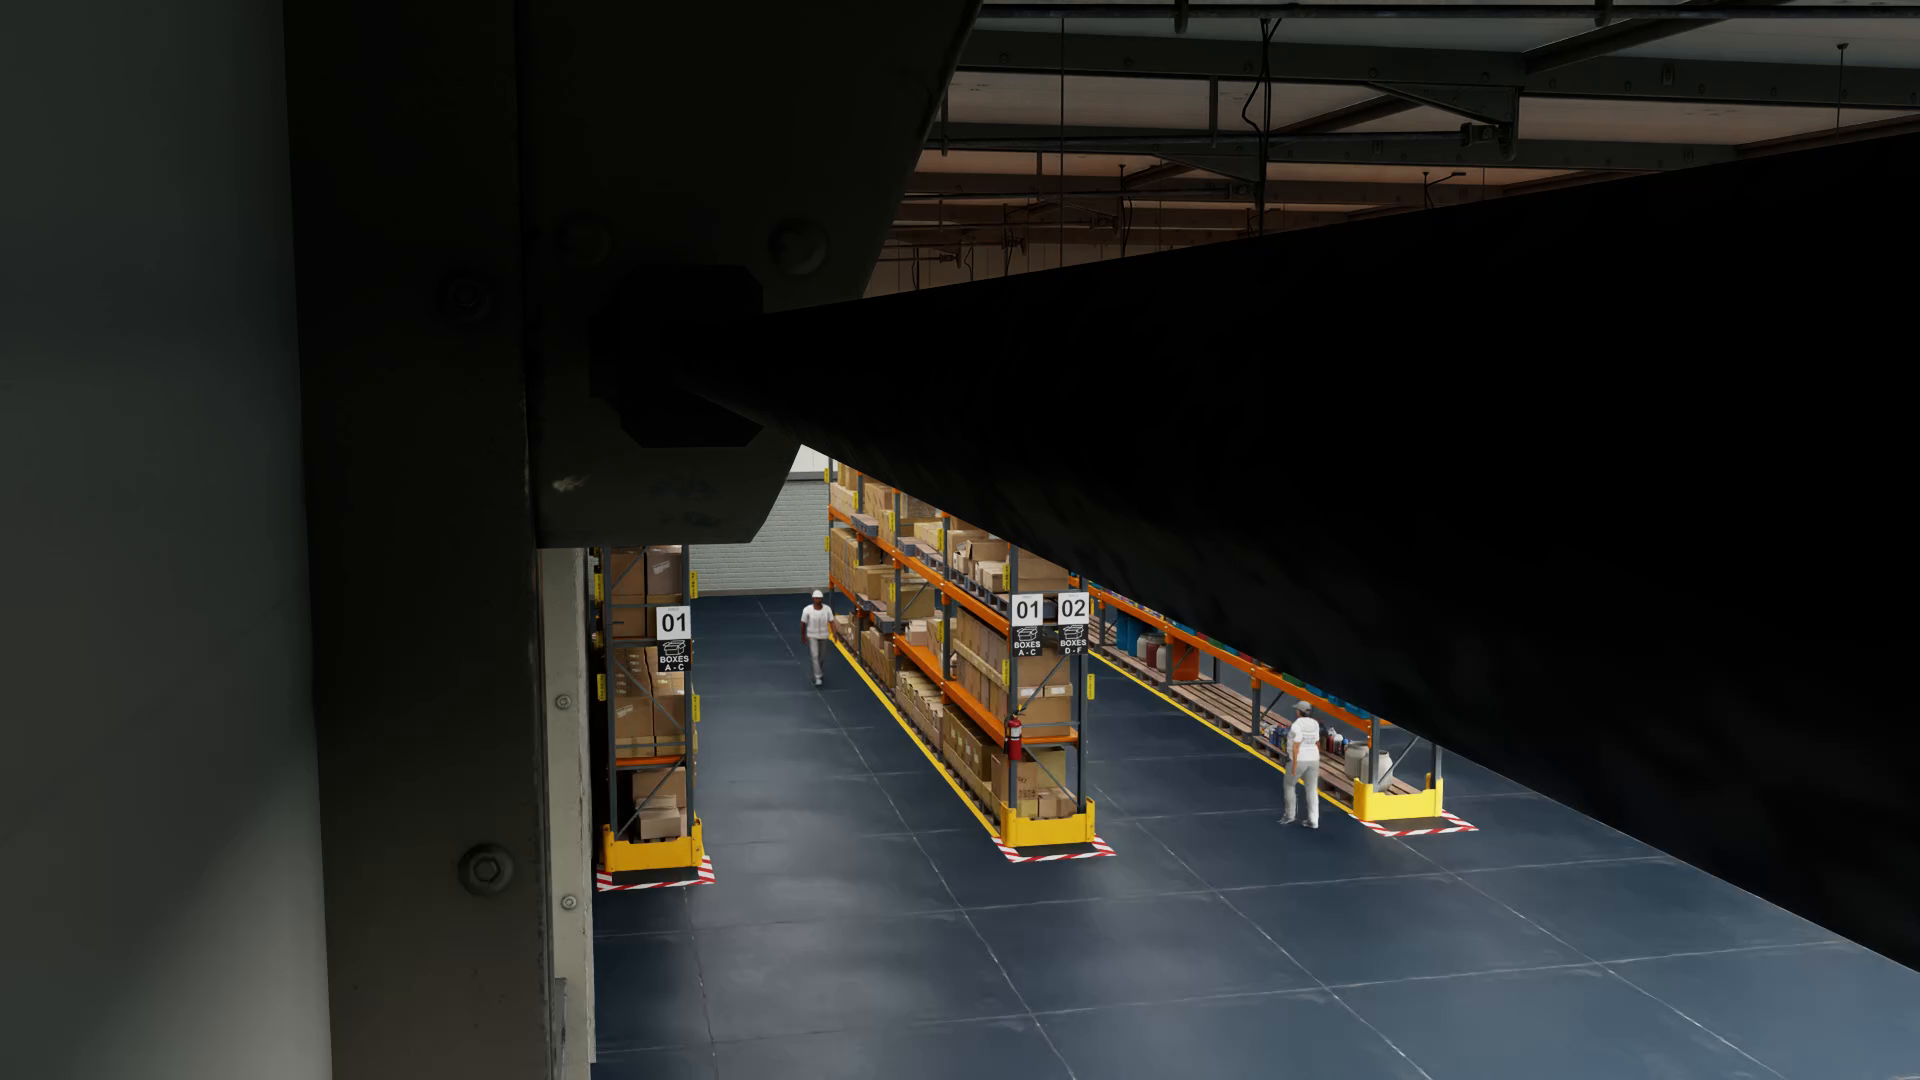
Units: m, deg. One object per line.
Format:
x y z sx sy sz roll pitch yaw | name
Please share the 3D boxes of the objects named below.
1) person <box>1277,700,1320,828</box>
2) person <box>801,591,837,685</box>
4.512 2.958 21.800 0.508 1.712 0.606 -2 7 -20 | person
-2.628 1.793 30.982 0.620 1.711 1.081 -2 7 -15 | person
